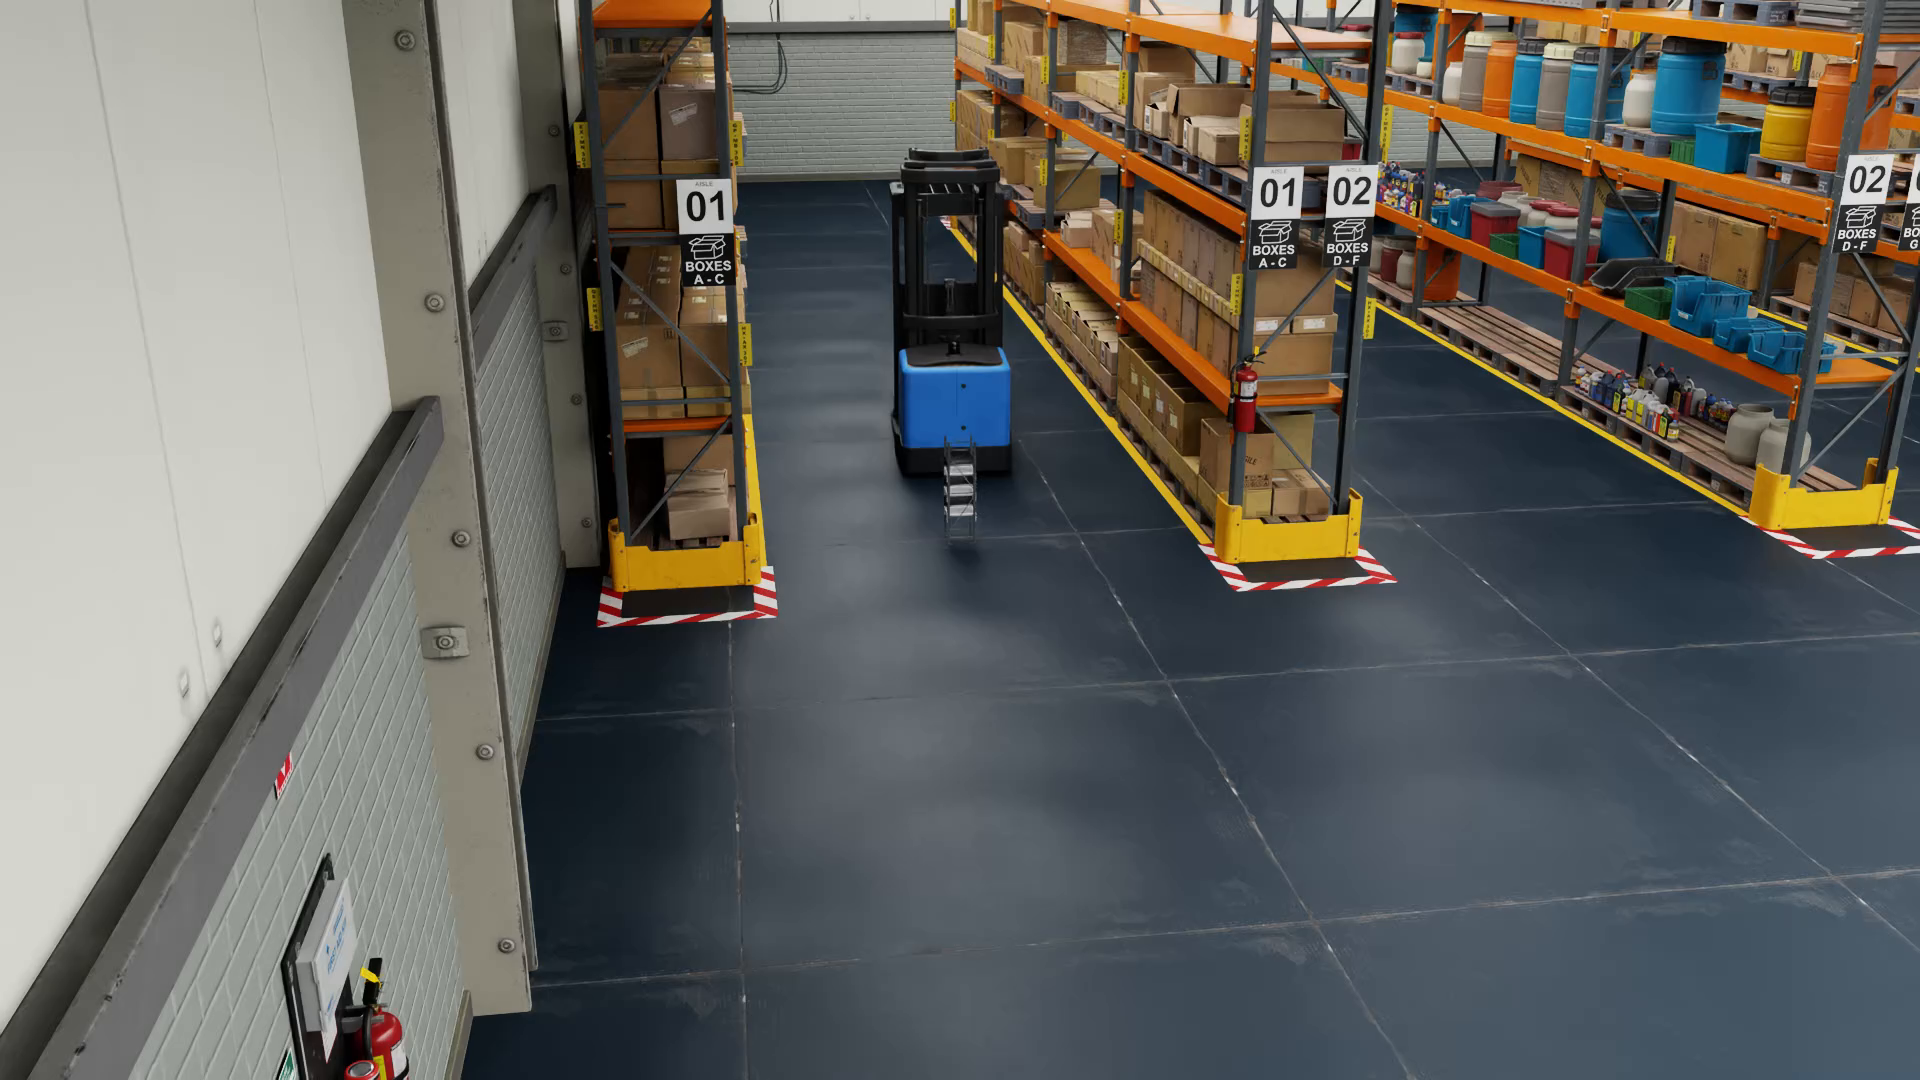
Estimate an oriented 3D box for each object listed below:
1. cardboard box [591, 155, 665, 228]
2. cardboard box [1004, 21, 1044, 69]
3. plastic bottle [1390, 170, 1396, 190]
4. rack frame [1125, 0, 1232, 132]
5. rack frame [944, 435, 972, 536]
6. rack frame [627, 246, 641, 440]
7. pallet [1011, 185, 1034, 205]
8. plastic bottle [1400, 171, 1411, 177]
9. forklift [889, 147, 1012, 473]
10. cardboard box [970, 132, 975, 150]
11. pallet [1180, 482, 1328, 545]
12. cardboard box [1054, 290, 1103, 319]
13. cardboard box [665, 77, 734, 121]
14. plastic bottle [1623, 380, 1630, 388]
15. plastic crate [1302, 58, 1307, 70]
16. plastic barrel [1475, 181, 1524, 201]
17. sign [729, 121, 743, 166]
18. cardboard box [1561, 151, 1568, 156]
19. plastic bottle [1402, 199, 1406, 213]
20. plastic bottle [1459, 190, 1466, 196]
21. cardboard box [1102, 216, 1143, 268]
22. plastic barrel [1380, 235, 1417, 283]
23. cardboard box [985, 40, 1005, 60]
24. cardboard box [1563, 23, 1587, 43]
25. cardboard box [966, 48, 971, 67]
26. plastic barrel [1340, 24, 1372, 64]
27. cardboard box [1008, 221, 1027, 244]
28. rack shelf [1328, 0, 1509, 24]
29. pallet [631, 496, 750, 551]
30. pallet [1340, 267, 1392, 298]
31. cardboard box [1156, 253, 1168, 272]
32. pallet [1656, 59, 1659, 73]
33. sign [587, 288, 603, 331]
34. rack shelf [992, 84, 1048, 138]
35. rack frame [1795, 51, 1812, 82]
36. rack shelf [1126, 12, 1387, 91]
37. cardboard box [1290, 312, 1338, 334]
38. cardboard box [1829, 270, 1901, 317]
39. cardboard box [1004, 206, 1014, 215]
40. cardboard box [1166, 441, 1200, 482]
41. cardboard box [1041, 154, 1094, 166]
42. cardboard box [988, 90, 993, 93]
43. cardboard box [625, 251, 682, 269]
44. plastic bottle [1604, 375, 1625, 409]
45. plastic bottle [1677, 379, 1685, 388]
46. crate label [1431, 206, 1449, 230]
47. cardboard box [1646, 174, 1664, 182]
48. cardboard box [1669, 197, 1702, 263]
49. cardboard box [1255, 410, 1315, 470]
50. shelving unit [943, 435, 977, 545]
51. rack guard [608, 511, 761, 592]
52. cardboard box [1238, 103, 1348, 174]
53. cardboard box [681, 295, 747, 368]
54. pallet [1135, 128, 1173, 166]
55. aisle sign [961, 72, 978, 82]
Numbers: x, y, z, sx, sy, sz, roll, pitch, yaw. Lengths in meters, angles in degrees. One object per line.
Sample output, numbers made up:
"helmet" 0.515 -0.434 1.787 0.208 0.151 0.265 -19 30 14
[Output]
"cardboard box" -2.488 -2.648 12.559 0.500 0.500 0.500 -1 21 -4
"cardboard box" 0.994 -6.978 23.439 0.600 0.600 0.600 -5 21 -13
"plastic bottle" 6.278 -5.215 24.075 0.097 0.271 0.097 0 20 0
"rack frame" 2.148 -5.501 16.083 1.000 3.000 0.127 -3 21 -8
"rack frame" -0.016 -0.460 14.160 0.240 0.900 0.006 -3 21 -8
"rack frame" -2.753 -2.439 16.461 1.000 3.000 0.127 -3 21 -8
"pallet" 1.286 -4.659 22.677 1.003 0.211 1.213 -3 21 -8
"plastic bottle" 6.418 -5.183 23.984 0.152 0.276 0.135 -3 21 -8
"forklift" -0.137 -2.482 16.672 1.130 2.935 3.031 -1 21 -4
"cardboard box" 0.441 -6.200 26.386 0.500 0.500 0.500 -3 21 -7
"pallet" 2.573 -0.262 14.616 1.003 0.211 1.213 -3 21 -8
"cardboard box" 1.440 -2.869 20.139 0.500 0.311 0.500 -3 21 -9
"cardboard box" -2.014 -3.306 12.893 0.500 0.500 0.500 -3 21 -8
"plastic bottle" 6.896 -1.523 17.276 0.097 0.271 0.097 0 20 0
"plastic crate" 5.450 -7.335 25.520 0.416 0.233 0.300 -3 21 -8
"plastic barrel" 6.840 -4.242 21.093 0.600 0.536 0.708 -3 21 -8
"sign" -1.640 -2.897 12.148 0.100 0.325 0.005 -3 21 -8
"cardboard box" 10.209 -6.463 27.593 0.380 0.149 0.250 -3 21 -7
"plastic bottle" 5.961 -4.470 22.182 0.097 0.201 0.097 0 20 0
"plastic bottle" 6.729 -4.552 22.282 0.061 0.283 0.133 -3 21 -8
"cardboard box" 1.905 -3.360 18.782 0.500 0.500 0.500 -3 21 -8
"plastic barrel" 6.223 -3.951 23.353 0.600 0.588 0.708 -3 21 -8
"cardboard box" 0.656 -7.184 24.377 0.500 0.250 0.500 -3 21 -8
"cardboard box" 10.434 -8.484 27.472 0.700 0.500 0.500 -4 21 -11
"cardboard box" 0.374 -7.643 26.319 0.500 0.250 0.500 -3 21 -8
"plastic barrel" 5.725 -7.180 24.071 0.433 0.535 0.433 0 20 0
"cardboard box" 0.967 -4.321 23.370 0.500 0.250 0.500 -3 21 -8
"rack shelf" 6.185 -7.303 22.507 1.077 0.370 4.000 -3 21 -8
"pallet" -2.270 -0.058 14.069 1.003 0.211 1.213 -3 21 -8
"pallet" 6.146 -3.710 23.848 1.003 0.211 1.213 -3 21 -8
"cardboard box" 2.109 -2.672 16.012 0.380 0.149 0.250 -3 21 -8
"pallet" 10.979 -6.959 24.549 0.805 0.209 1.217 -4 21 -10
"sign" -2.729 -1.724 12.438 0.100 0.325 0.005 -3 21 -8
"rack shelf" 1.283 -5.836 22.296 1.077 0.370 4.000 -3 21 -8
"rack frame" 11.375 -7.384 21.126 1.000 3.000 0.127 -3 21 -8
"rack shelf" 2.436 -4.284 14.425 1.077 0.370 4.000 -3 21 -8
"cardboard box" 2.881 -1.803 13.687 0.380 0.149 0.250 -3 21 -8
"cardboard box" 11.584 -3.187 21.405 0.700 0.500 0.500 -5 21 -12
"cardboard box" 0.719 -5.147 26.650 0.797 0.503 0.637 -3 21 -8
"cardboard box" 2.197 -0.731 15.215 0.500 0.250 0.500 -3 21 -8
"cardboard box" 1.426 -4.858 22.192 0.700 0.500 0.500 1 20 2
"cardboard box" 0.754 -7.220 27.689 0.500 0.500 0.500 -3 21 -8
"cardboard box" -2.822 -2.377 15.408 0.500 0.500 0.500 -3 21 -8
"plastic bottle" 6.783 -1.539 17.206 0.144 0.351 0.185 -4 21 -10
"plastic bottle" 7.521 -1.544 17.315 0.061 0.283 0.133 -2 21 -4
"crate label" 6.163 -4.081 21.095 0.303 0.233 0.416 -3 21 -8
"cardboard box" 10.690 -5.660 24.940 0.500 0.500 0.500 -3 21 -8
"cardboard box" 11.040 -4.630 24.763 1.225 0.875 0.875 -4 21 -10
"cardboard box" 2.793 -0.936 14.692 0.500 0.500 0.500 -3 21 -8
"shelving unit" -0.001 -0.424 14.066 0.258 0.900 0.210 -3 21 -8
"rack guard" -2.188 0.090 13.260 1.175 0.500 0.348 -3 21 -8
"cardboard box" 2.646 -3.221 13.317 0.797 0.503 0.637 -1 21 -4
"cardboard box" -2.010 -1.697 13.587 0.500 0.500 0.500 -3 21 -8
"pallet" 2.297 -3.760 15.836 1.003 0.211 1.213 -3 21 -8
"aisle sign" 0.118 -8.072 27.826 0.394 0.787 0.004 -3 21 -8
